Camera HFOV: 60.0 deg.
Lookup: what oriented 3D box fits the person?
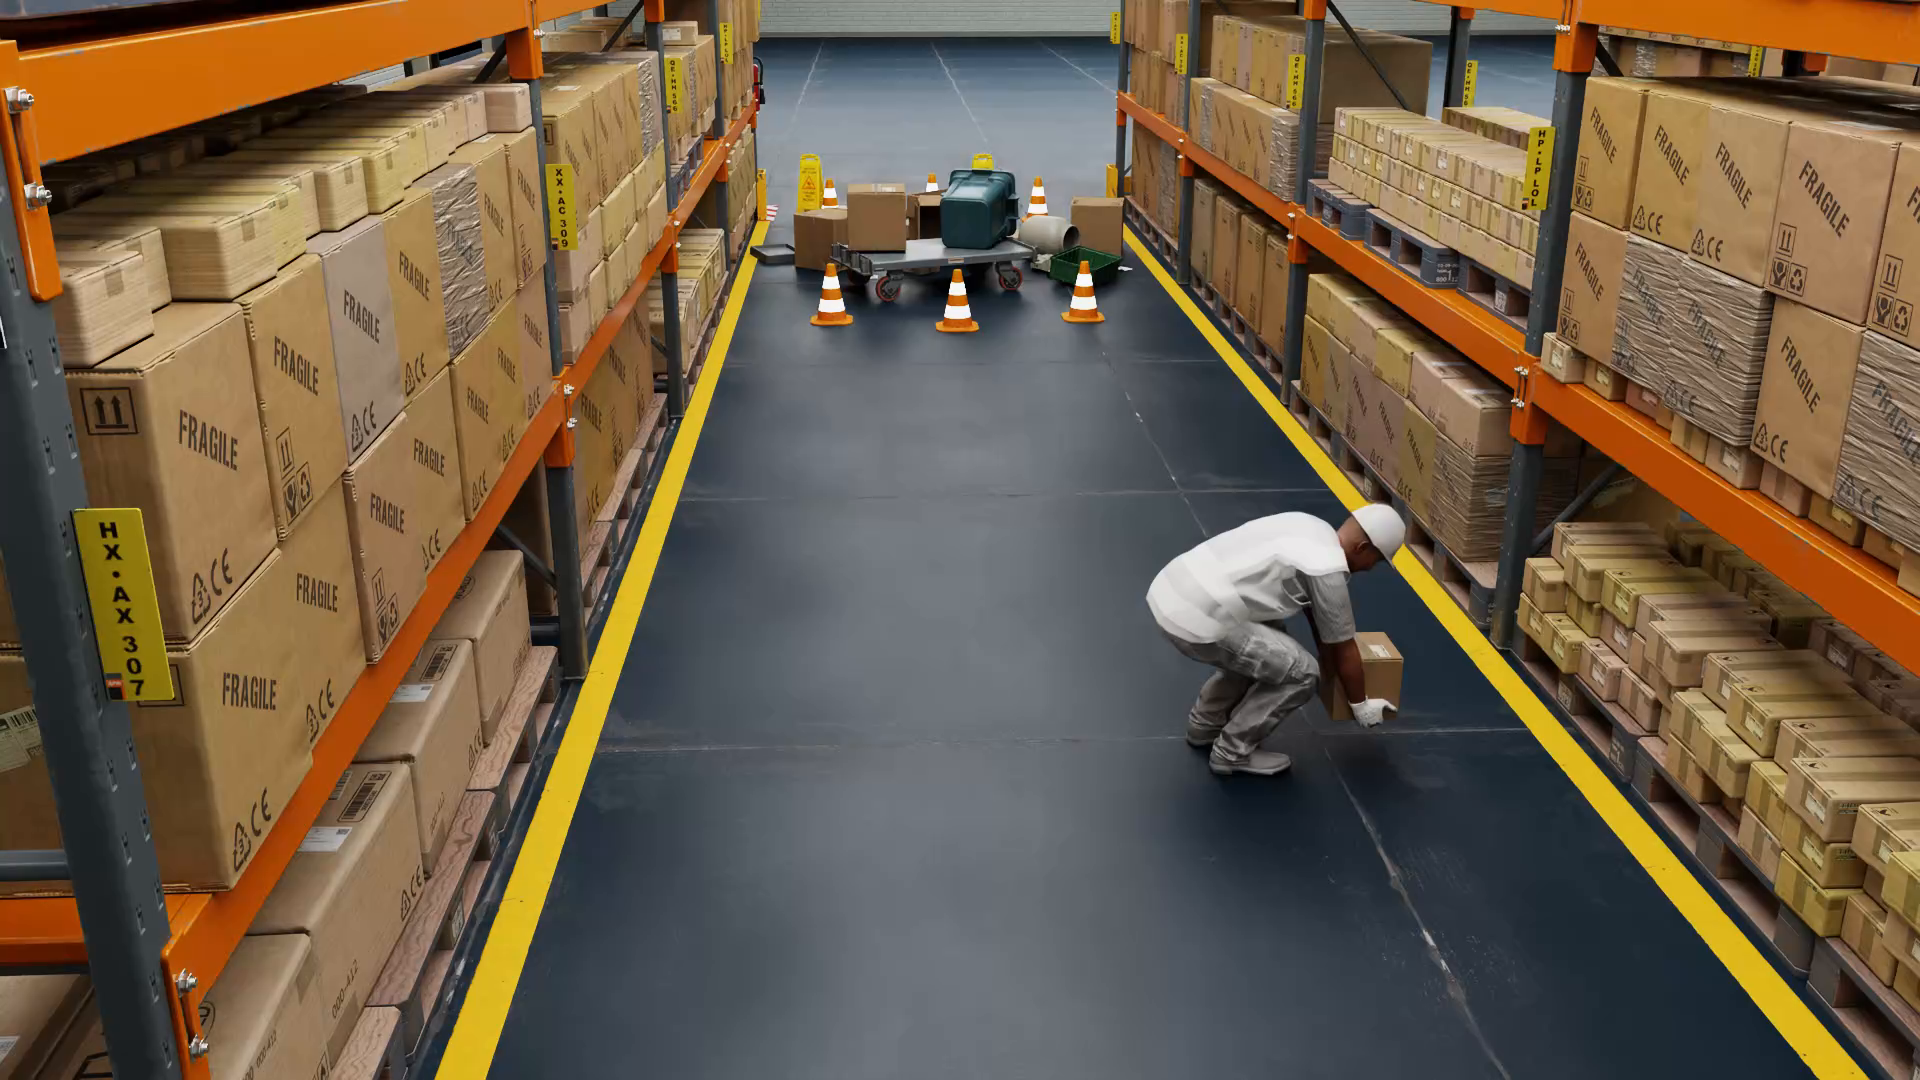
[{"bbox_3d":[1.172,0.353,6.237,0.946,0.995,0.543,-2,20,-5],"label":"person"}]
